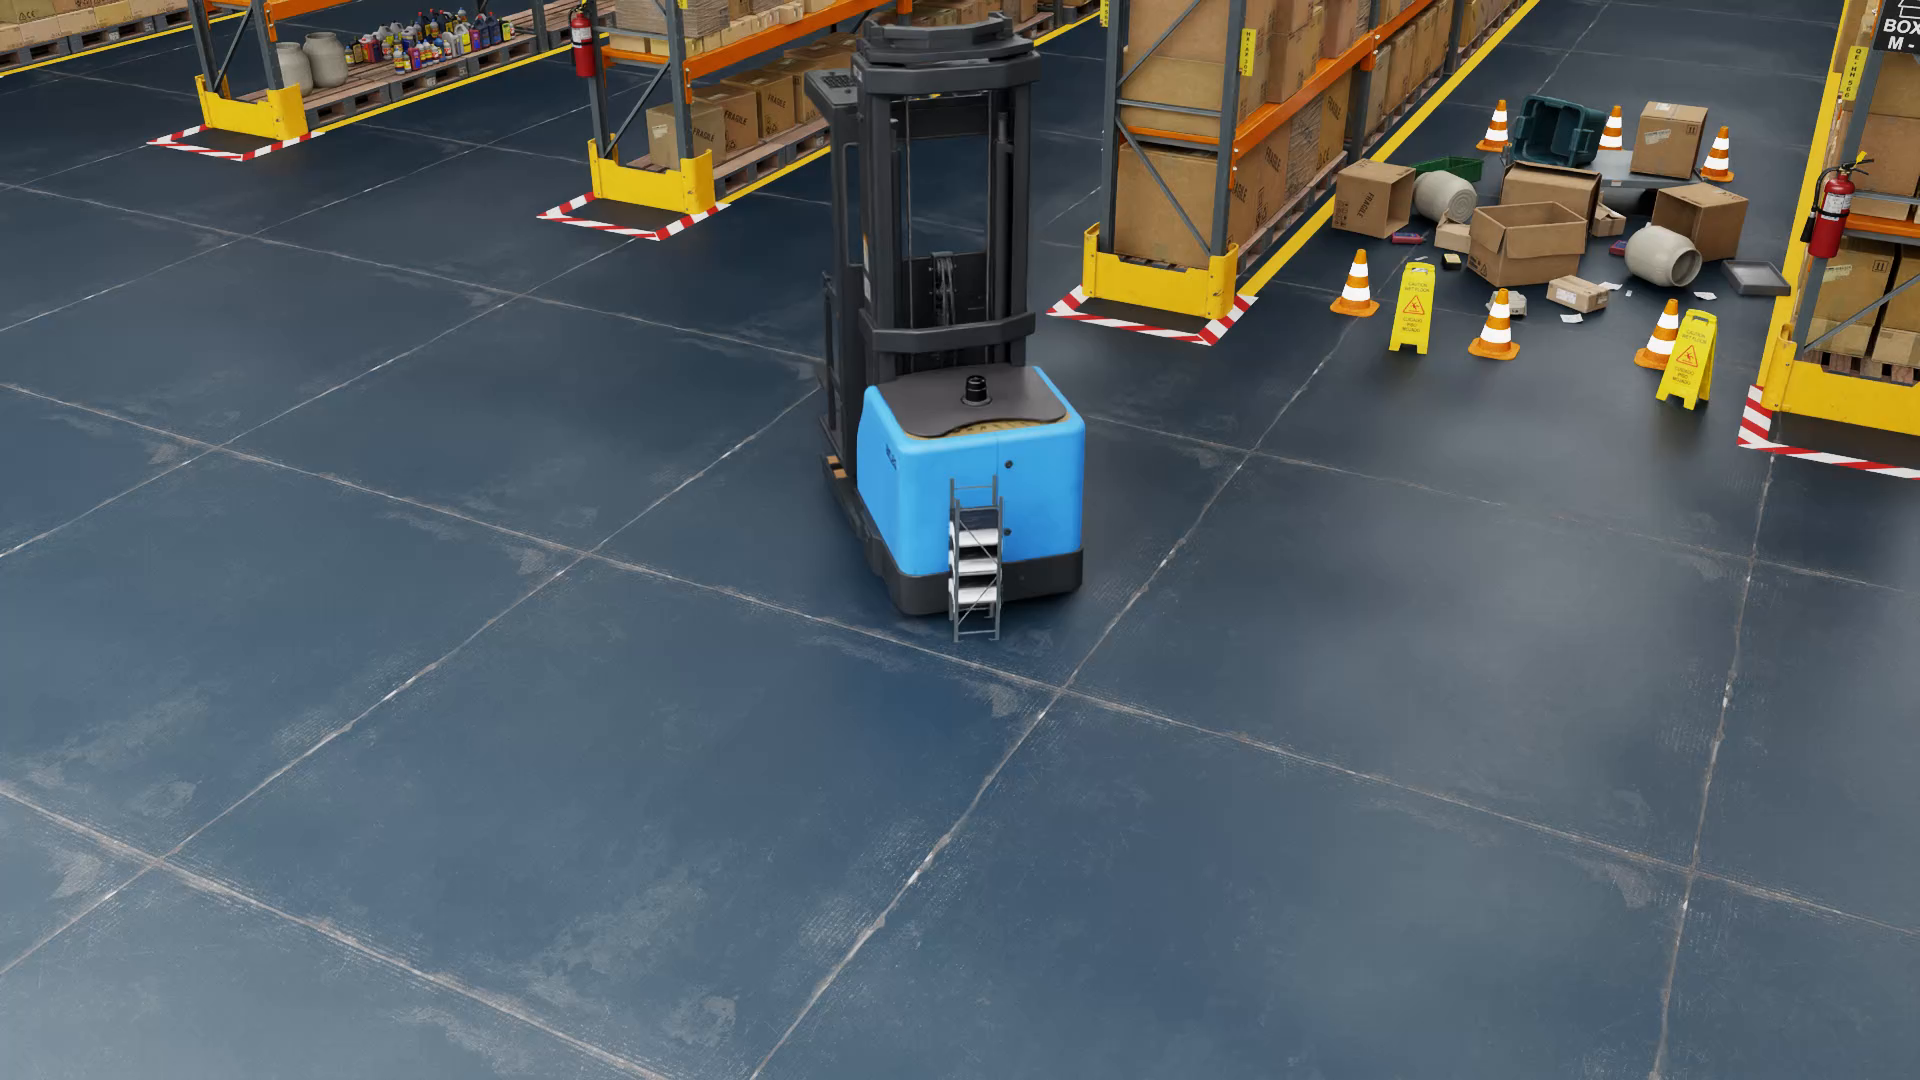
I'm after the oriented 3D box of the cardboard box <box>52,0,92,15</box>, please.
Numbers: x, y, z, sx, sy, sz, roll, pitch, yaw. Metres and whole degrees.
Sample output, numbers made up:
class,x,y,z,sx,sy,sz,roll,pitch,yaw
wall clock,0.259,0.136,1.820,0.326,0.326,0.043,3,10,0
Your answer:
class,x,y,z,sx,sy,sz,roll,pitch,yaw
cardboard box,-10.749,-6.556,19.741,0.500,0.500,0.500,14,33,23

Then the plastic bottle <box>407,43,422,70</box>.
class,x,y,z,sx,sy,sz,roll,pitch,yaw
plastic bottle,-6.003,-5.324,18.295,0.061,0.283,0.133,15,33,24

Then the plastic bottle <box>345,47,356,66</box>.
class,x,y,z,sx,sy,sz,roll,pitch,yaw
plastic bottle,-6.780,-5.373,18.463,0.097,0.201,0.097,0,30,0

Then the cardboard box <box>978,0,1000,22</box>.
class,x,y,z,sx,sy,sz,roll,pitch,yaw
cardboard box,0.047,-6.209,19.618,0.700,0.500,0.500,17,34,27

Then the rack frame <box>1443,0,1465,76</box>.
class,x,y,z,sx,sy,sz,roll,pitch,yaw
rack frame,5.197,-6.735,18.466,1.000,3.000,0.127,14,33,23

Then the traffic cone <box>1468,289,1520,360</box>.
class,x,y,z,sx,sy,sz,roll,pitch,yaw
traffic cone,3.910,-1.595,12.062,0.336,0.463,0.334,14,33,23

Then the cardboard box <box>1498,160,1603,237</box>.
class,x,y,z,sx,sy,sz,roll,pitch,yaw
cardboard box,4.970,-2.856,14.082,0.797,0.637,0.503,14,33,23

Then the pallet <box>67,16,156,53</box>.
class,x,y,z,sx,sy,sz,roll,pitch,yaw
pallet,-10.766,-6.286,20.484,1.003,0.211,1.213,14,33,23

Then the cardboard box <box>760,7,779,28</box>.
class,x,y,z,sx,sy,sz,roll,pitch,yaw
cardboard box,-1.911,-4.878,15.484,0.380,0.149,0.250,14,33,23

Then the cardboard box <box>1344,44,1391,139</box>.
class,x,y,z,sx,sy,sz,roll,pitch,yaw
cardboard box,3.577,-4.464,16.349,1.050,0.750,0.750,14,33,23

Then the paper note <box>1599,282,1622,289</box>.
class,x,y,z,sx,sy,sz,roll,pitch,yaw
paper note,5.184,-2.031,13.268,0.142,0.019,0.148,-25,38,-36

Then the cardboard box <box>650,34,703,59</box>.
class,x,y,z,sx,sy,sz,roll,pitch,yaw
cardboard box,-2.475,-4.322,14.516,0.380,0.149,0.250,14,33,23

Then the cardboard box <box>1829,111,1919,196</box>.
class,x,y,z,sx,sy,sz,roll,pitch,yaw
cardboard box,6.007,-2.586,10.842,0.500,0.500,0.500,14,33,22

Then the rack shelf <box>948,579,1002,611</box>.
class,x,y,z,sx,sy,sz,roll,pitch,yaw
rack shelf,0.076,0.285,8.764,0.258,0.077,0.200,-4,34,-7

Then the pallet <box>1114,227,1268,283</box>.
class,x,y,z,sx,sy,sz,roll,pitch,yaw
pallet,1.847,-2.351,13.633,1.003,0.211,1.213,14,33,23

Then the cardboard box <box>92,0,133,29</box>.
class,x,y,z,sx,sy,sz,roll,pitch,yaw
cardboard box,-10.507,-6.449,20.308,0.500,0.250,0.500,14,33,23

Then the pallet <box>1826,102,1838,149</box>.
class,x,y,z,sx,sy,sz,roll,pitch,yaw
pallet,9.292,-4.102,16.680,1.003,0.211,1.213,14,33,23

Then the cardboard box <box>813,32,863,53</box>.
class,x,y,z,sx,sy,sz,roll,pitch,yaw
cardboard box,-1.212,-5.062,17.641,0.500,0.500,0.500,13,32,22

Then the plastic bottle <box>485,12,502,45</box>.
class,x,y,z,sx,sy,sz,roll,pitch,yaw
plastic bottle,-5.441,-5.947,19.311,0.144,0.351,0.185,13,32,22

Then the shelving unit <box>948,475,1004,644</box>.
class,x,y,z,sx,sy,sz,roll,pitch,yaw
shelving unit,0.078,0.108,8.645,0.258,0.900,0.210,-4,34,-7

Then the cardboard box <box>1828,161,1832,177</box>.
class,x,y,z,sx,sy,sz,roll,pitch,yaw
cardboard box,6.228,-2.583,11.488,0.380,0.149,0.250,15,33,24

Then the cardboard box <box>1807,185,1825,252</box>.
class,x,y,z,sx,sy,sz,roll,pitch,yaw
cardboard box,6.609,-2.294,12.319,0.500,0.500,0.500,14,33,22

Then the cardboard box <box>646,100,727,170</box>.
class,x,y,z,sx,sy,sz,roll,pitch,yaw
cardboard box,-2.517,-3.730,15.321,0.500,0.500,0.500,21,36,32

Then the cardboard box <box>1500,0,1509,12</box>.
class,x,y,z,sx,sy,sz,roll,pitch,yaw
cardboard box,6.672,-6.994,21.005,0.500,0.500,0.500,13,33,22

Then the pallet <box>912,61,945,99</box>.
class,x,y,z,sx,sy,sz,roll,pitch,yaw
pallet,-0.641,-5.268,18.712,1.003,0.211,1.213,14,33,23

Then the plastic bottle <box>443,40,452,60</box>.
class,x,y,z,sx,sy,sz,roll,pitch,yaw
plastic bottle,-5.782,-5.524,18.725,0.097,0.201,0.097,0,30,0

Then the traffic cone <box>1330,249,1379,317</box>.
class,x,y,z,sx,sy,sz,roll,pitch,yaw
traffic cone,3.059,-2.002,12.771,0.336,0.463,0.334,14,33,23

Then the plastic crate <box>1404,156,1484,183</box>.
class,x,y,z,sx,sy,sz,roll,pitch,yaw
plastic crate,4.462,-3.393,15.412,0.662,0.188,0.450,-18,24,-28

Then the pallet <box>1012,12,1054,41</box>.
class,x,y,z,sx,sy,sz,roll,pitch,yaw
pallet,0.470,-6.350,20.595,1.003,0.211,1.213,14,33,23

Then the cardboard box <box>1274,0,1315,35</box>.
class,x,y,z,sx,sy,sz,roll,pitch,yaw
cardboard box,2.301,-4.360,13.095,0.875,0.550,0.550,14,33,23

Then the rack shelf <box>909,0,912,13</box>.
class,x,y,z,sx,sy,sz,roll,pitch,yaw
rack shelf,-0.083,-6.706,19.139,1.077,0.370,4.000,14,33,23

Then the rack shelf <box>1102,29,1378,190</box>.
class,x,y,z,sx,sy,sz,roll,pitch,yaw
rack shelf,2.464,-3.763,14.013,1.077,0.370,4.000,14,33,23

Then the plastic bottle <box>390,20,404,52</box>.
class,x,y,z,sx,sy,sz,roll,pitch,yaw
plastic bottle,-6.421,-5.762,18.989,0.144,0.351,0.185,14,33,23

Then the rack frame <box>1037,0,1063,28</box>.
class,x,y,z,sx,sy,sz,roll,pitch,yaw
rack frame,0.828,-7.905,20.504,1.000,3.000,0.127,14,33,23

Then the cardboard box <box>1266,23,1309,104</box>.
class,x,y,z,sx,sy,sz,roll,pitch,yaw
cardboard box,2.279,-3.897,13.373,0.875,0.550,0.550,14,33,23

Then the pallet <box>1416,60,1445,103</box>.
class,x,y,z,sx,sy,sz,roll,pitch,yaw
pallet,4.771,-5.193,18.582,1.003,0.211,1.213,14,33,23

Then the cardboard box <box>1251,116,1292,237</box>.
class,x,y,z,sx,sy,sz,roll,pitch,yaw
cardboard box,2.202,-3.155,13.945,0.875,0.875,0.875,14,33,23

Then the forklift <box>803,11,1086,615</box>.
class,x,y,z,sx,sy,sz,roll,pitch,yaw
forklift,-0.234,-1.590,9.575,1.130,2.935,3.031,-8,31,-14

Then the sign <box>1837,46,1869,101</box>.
class,x,y,z,sx,sy,sz,roll,pitch,yaw
sign,5.520,-2.884,10.281,0.100,0.325,0.005,14,33,23

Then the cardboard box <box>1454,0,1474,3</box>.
class,x,y,z,sx,sy,sz,roll,pitch,yaw
cardboard box,5.727,-6.409,19.234,0.500,0.250,0.500,13,32,21

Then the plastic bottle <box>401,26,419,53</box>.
class,x,y,z,sx,sy,sz,roll,pitch,yaw
plastic bottle,-6.277,-5.707,18.969,0.152,0.276,0.135,14,33,23

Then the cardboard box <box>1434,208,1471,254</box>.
class,x,y,z,sx,sy,sz,roll,pitch,yaw
cardboard box,4.231,-2.596,14.005,0.396,0.266,0.258,21,36,32

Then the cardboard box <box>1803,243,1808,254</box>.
class,x,y,z,sx,sy,sz,roll,pitch,yaw
cardboard box,7.085,-2.434,13.316,0.500,0.250,0.500,16,34,26

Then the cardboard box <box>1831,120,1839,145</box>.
class,x,y,z,sx,sy,sz,roll,pitch,yaw
cardboard box,7.208,-3.238,13.311,0.380,0.149,0.250,15,33,24

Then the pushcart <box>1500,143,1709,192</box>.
class,x,y,z,sx,sy,sz,roll,pitch,yaw
pushcart,5.775,-3.242,15.016,1.648,0.377,0.936,4,30,6

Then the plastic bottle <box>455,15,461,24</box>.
class,x,y,z,sx,sy,sz,roll,pitch,yaw
plastic bottle,-5.985,-6.146,19.808,0.097,0.201,0.097,0,30,0

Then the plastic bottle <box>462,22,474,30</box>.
class,x,y,z,sx,sy,sz,roll,pitch,yaw
plastic bottle,-5.671,-5.852,19.221,0.152,0.276,0.135,14,33,23

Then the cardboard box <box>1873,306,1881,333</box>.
class,x,y,z,sx,sy,sz,roll,pitch,yaw
cardboard box,6.858,-1.620,11.898,0.500,0.250,0.500,16,33,25

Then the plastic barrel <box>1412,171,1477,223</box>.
class,x,y,z,sx,sy,sz,roll,pitch,yaw
plastic barrel,4.224,-2.994,14.538,0.421,0.421,0.512,-12,32,-20

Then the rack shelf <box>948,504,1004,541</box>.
class,x,y,z,sx,sy,sz,roll,pitch,yaw
rack shelf,0.081,-0.088,8.513,0.258,0.077,0.200,-4,34,-7
